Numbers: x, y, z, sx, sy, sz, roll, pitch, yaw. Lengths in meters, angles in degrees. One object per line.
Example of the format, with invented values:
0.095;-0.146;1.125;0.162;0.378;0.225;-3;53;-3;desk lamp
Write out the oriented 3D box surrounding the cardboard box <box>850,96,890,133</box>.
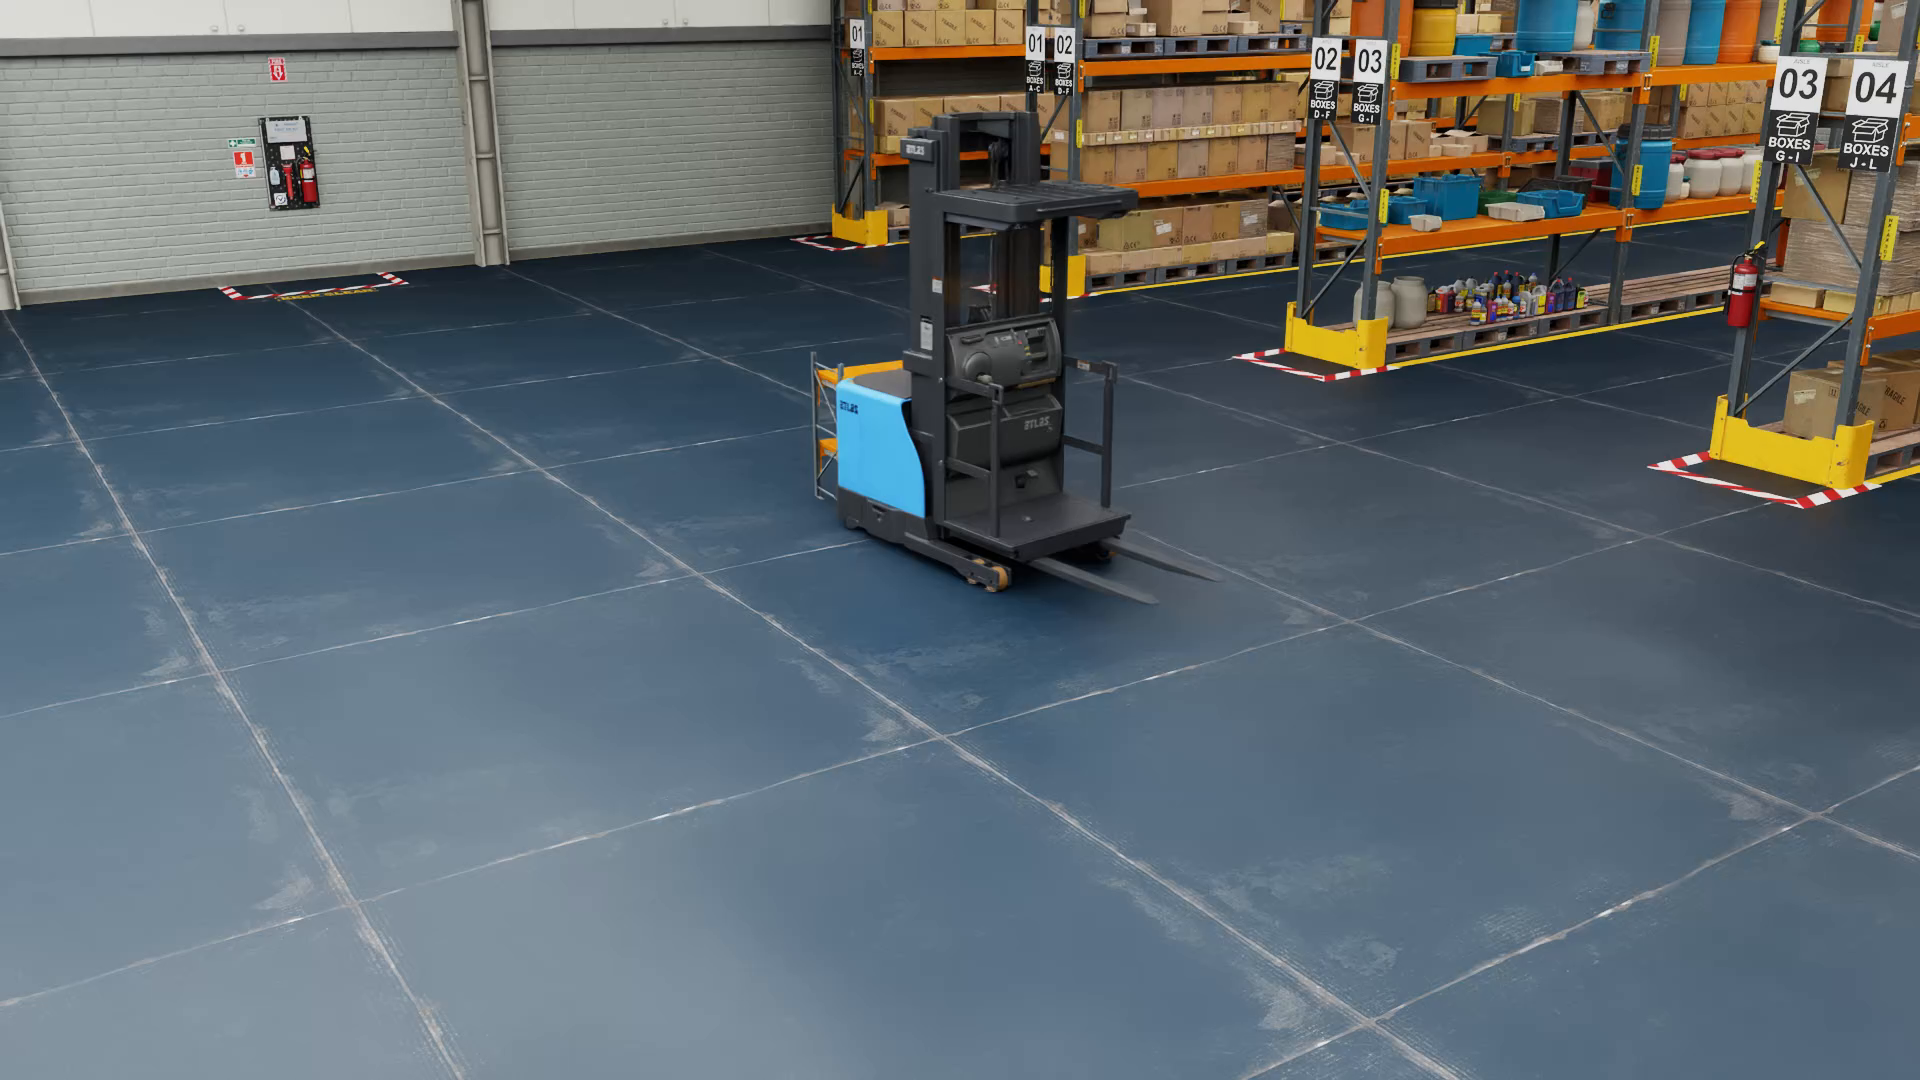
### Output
-1.306;-6.385;24.979;0.500;0.500;0.500;-12;22;-32;cardboard box

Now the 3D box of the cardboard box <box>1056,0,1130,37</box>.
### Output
1.627;-6.462;20.457;0.637;0.503;0.797;-10;21;-28;cardboard box

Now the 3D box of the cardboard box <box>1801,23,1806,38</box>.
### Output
13.800;-8.549;27.899;0.500;0.250;0.500;-12;22;-31;cardboard box

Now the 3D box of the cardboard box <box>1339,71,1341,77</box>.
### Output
6.483;-8.108;29.223;0.500;0.250;0.500;-12;22;-31;cardboard box

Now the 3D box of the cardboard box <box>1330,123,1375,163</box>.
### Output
5.576;-5.603;23.477;0.500;0.500;0.500;-10;21;-28;cardboard box

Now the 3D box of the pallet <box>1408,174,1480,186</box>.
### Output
9.117;-6.857;31.698;1.213;0.211;1.003;-12;22;-31;pallet

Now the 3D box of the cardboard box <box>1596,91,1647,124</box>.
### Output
10.648;-6.963;26.847;0.700;0.500;0.500;14;23;35;cardboard box

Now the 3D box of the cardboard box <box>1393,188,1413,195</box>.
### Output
6.793;-5.090;24.878;0.500;0.311;0.500;-13;22;-33;cardboard box

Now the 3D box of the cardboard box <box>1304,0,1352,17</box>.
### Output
5.022;-7.334;22.478;0.500;0.500;0.500;-12;22;-31;cardboard box

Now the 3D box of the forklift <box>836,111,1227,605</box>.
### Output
0.436;-1.234;10.819;1.130;2.935;3.031;-15;24;-37;forklift

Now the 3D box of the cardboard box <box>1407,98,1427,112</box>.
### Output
8.192;-8.114;30.410;0.500;0.500;0.500;-12;22;-32;cardboard box

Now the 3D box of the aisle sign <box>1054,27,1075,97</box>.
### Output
1.258;-5.765;20.055;0.004;0.787;0.394;-12;22;-31;aisle sign

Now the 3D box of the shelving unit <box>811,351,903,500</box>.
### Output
-0.535;-0.883;12.600;1.048;1.125;0.538;-10;21;-28;shelving unit

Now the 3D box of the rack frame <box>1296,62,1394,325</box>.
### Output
3.866;-3.301;16.827;0.127;3.000;1.000;-12;22;-31;rack frame

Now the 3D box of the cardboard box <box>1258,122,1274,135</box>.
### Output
3.951;-5.491;22.135;0.250;0.149;0.380;-13;22;-33;cardboard box

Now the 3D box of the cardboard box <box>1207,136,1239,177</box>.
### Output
3.260;-5.117;22.041;0.500;0.500;0.700;-12;22;-31;cardboard box

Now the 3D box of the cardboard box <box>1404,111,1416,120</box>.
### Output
8.115;-7.769;30.404;0.250;0.149;0.380;-11;22;-30;cardboard box

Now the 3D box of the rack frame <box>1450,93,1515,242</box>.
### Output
7.826;-6.036;24.916;0.127;3.000;1.000;-12;22;-31;rack frame

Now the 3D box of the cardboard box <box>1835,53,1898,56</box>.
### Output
7.100;-3.740;13.051;0.250;0.149;0.380;-13;23;-34;cardboard box

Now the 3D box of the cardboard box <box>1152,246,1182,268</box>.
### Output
2.548;-3.735;21.748;0.500;0.250;0.500;-12;22;-31;cardboard box

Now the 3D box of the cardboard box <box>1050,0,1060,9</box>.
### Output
1.488;-8.447;25.614;0.500;0.500;0.500;-14;23;-36;cardboard box

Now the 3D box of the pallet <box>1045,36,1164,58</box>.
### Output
1.749;-6.124;20.629;1.213;0.211;1.003;-12;22;-31;pallet

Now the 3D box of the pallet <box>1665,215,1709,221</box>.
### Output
11.741;-5.540;27.803;1.213;0.211;1.003;-12;22;-31;pallet

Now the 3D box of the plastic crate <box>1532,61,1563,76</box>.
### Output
6.088;-4.911;17.316;0.396;0.136;0.243;-12;22;-31;plastic crate

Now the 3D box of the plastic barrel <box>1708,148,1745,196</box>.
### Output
9.100;-4.386;19.821;0.433;0.535;0.433;0;19;0;plastic barrel

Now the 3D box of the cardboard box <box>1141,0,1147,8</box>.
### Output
3.288;-8.615;27.049;0.500;0.500;0.500;-13;23;-33;cardboard box

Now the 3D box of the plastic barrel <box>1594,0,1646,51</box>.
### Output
7.512;-5.812;18.787;0.708;0.901;0.600;-12;22;-31;plastic barrel

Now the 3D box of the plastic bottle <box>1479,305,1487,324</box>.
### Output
5.638;-2.438;17.956;0.097;0.201;0.097;0;19;0;plastic bottle

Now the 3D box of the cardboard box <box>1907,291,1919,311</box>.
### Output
7.395;-1.923;13.141;0.250;0.149;0.380;-12;22;-31;cardboard box

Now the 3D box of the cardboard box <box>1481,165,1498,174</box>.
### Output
9.971;-7.361;32.083;0.500;0.500;0.700;-11;22;-30;cardboard box

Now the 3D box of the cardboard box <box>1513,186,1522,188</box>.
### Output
8.797;-5.158;25.534;0.500;0.500;0.500;-13;23;-33;cardboard box

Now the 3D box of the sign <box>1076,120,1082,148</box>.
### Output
1.445;-4.925;20.154;0.005;0.325;0.100;-12;22;-31;sign

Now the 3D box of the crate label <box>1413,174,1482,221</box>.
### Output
5.254;-3.715;17.994;0.616;0.435;0.502;-12;22;-31;crate label

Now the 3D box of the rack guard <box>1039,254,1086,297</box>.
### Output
1.124;-3.439;21.135;0.348;0.500;1.175;-12;22;-31;rack guard

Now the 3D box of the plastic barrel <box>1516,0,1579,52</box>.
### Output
6.316;-5.717;17.849;0.708;0.901;0.600;-12;22;-31;plastic barrel

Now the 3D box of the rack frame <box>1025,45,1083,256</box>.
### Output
1.144;-4.627;20.747;0.127;3.000;1.000;-12;22;-31;rack frame

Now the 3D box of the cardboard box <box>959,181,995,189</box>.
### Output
0.161;-5.290;25.924;0.500;0.500;0.700;-14;23;-35;cardboard box

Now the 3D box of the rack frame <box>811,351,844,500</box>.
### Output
-0.975;-0.801;12.359;0.032;1.125;0.500;-10;21;-28;rack frame

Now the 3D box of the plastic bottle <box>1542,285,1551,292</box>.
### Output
6.564;-2.735;18.717;0.135;0.276;0.152;-12;22;-31;plastic bottle

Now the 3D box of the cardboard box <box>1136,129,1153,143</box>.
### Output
2.231;-5.128;21.060;0.250;0.149;0.380;-12;22;-32;cardboard box

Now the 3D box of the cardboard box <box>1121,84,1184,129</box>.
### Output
2.442;-5.560;21.326;0.500;0.500;0.700;-12;22;-31;cardboard box

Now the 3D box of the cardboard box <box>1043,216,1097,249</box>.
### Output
1.429;-4.053;21.515;0.500;0.500;0.500;-12;22;-31;cardboard box

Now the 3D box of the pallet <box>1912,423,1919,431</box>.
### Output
8.369;-1.016;14.421;1.213;0.211;1.003;-12;22;-31;pallet

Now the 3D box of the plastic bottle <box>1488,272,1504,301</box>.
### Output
6.146;-2.895;19.074;0.185;0.351;0.144;-13;23;-34;plastic bottle

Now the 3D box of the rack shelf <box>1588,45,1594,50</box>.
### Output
9.496;-7.469;25.592;4.000;0.370;1.077;-12;22;-31;rack shelf

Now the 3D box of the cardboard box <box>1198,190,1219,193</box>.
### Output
4.032;-6.184;28.570;0.500;0.500;0.700;-12;22;-31;cardboard box

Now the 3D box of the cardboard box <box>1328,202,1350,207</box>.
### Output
5.388;-4.586;23.390;0.500;0.311;0.500;-12;22;-32;cardboard box

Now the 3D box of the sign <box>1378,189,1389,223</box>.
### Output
4.165;-3.285;16.345;0.005;0.325;0.100;-12;22;-31;sign

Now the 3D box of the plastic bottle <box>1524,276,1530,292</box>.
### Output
6.503;-2.896;19.182;0.133;0.283;0.061;-12;22;-31;plastic bottle

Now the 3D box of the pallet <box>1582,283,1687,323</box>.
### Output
7.841;-2.834;19.797;1.213;0.211;1.003;-12;22;-31;pallet

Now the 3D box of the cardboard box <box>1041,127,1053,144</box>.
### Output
1.108;-6.344;26.030;0.500;0.250;0.500;-12;22;-31;cardboard box

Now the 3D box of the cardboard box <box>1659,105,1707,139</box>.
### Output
11.742;-6.805;27.034;0.500;0.500;0.500;-11;22;-30;cardboard box

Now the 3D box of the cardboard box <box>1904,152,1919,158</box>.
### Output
7.620;-2.749;13.010;0.500;0.500;0.500;-12;22;-31;cardboard box

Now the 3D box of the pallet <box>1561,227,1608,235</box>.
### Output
9.488;-5.050;26.353;1.213;0.211;1.003;-12;22;-31;pallet

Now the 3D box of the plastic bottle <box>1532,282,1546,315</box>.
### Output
6.397;-2.678;18.433;0.185;0.351;0.144;-12;22;-32;plastic bottle

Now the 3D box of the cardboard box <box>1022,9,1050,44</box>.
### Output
1.042;-7.893;25.537;0.500;0.500;0.500;-14;23;-36;cardboard box

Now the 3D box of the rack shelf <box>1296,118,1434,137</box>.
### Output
6.769;-7.372;29.990;4.000;0.370;1.077;-12;22;-31;rack shelf

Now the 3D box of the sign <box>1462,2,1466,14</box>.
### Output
7.529;-7.848;24.783;0.005;0.325;0.100;-12;22;-31;sign
